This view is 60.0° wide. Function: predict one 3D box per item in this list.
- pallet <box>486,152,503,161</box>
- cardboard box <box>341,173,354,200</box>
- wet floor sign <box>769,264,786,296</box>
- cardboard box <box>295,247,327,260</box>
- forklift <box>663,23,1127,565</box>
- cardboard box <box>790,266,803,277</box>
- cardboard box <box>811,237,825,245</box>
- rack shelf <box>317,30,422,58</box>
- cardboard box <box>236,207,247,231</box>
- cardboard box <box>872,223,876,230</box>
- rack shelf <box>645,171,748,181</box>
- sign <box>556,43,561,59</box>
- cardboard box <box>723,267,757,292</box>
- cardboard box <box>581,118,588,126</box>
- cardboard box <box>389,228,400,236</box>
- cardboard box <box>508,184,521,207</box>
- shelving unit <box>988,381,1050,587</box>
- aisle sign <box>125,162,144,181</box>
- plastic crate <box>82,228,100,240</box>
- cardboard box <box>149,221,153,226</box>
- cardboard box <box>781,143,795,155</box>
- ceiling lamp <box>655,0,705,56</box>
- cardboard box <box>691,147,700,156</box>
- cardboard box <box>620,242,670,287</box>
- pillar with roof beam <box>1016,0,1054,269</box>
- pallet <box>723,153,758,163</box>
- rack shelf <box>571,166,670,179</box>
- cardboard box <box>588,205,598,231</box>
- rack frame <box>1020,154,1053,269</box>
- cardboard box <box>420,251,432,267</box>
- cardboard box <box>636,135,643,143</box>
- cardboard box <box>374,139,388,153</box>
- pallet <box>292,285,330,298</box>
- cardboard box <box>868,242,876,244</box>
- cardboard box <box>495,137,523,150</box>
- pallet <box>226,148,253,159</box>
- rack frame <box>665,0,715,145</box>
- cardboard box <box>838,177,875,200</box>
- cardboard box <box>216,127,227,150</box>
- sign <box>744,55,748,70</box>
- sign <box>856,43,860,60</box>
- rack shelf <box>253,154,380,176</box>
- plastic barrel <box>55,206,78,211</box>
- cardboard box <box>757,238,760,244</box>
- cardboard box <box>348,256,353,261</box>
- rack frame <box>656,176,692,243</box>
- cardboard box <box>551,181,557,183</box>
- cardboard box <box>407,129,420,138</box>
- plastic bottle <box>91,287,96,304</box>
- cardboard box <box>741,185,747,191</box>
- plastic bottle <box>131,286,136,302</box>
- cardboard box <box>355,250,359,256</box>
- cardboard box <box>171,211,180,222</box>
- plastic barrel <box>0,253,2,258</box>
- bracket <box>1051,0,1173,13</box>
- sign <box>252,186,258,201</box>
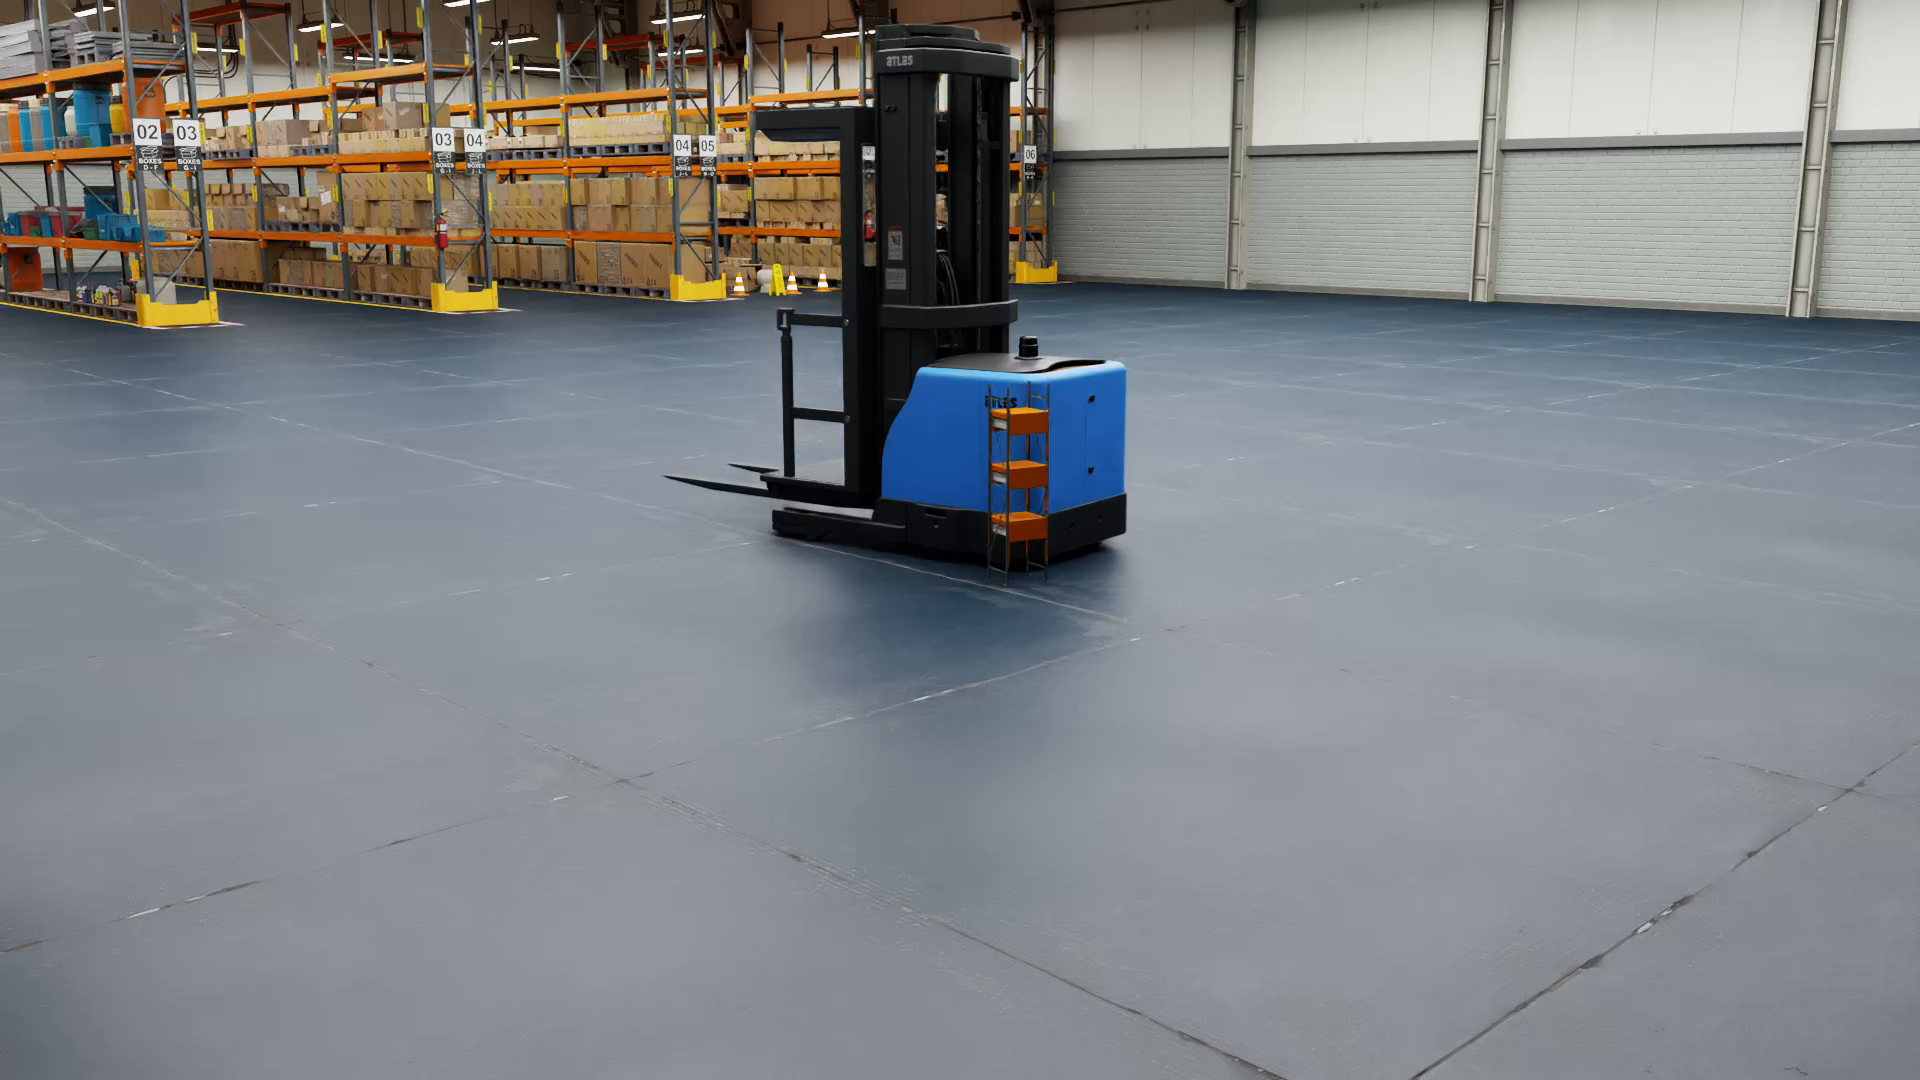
[{"bbox_3d":[-10.308,-8.770,38.078,1.213,0.211,1.003,-10,15,-40],"label":"pallet"},{"bbox_3d":[-11.559,-6.803,32.033,0.500,0.500,0.500,-11,16,-43],"label":"cardboard box"},{"bbox_3d":[-3.814,-5.430,34.671,0.232,0.644,0.267,8,14,35],"label":"wet floor sign"},{"bbox_3d":[-13.590,-5.992,34.807,0.500,0.250,0.500,-9,14,-36],"label":"cardboard box"},{"bbox_3d":[-0.516,-1.511,9.983,3.031,2.935,1.130,8,14,35],"label":"forklift"},{"bbox_3d":[-3.561,-6.182,38.258,0.500,0.250,0.500,-11,16,-43],"label":"cardboard box"},{"bbox_3d":[-3.152,-6.761,37.602,0.380,0.149,0.250,-10,15,-40],"label":"cardboard box"},{"bbox_3d":[-14.934,-12.569,42.164,1.077,0.370,4.000,-11,16,-43],"label":"rack shelf"},{"bbox_3d":[-15.308,-6.963,36.027,0.500,0.500,0.500,-11,16,-43],"label":"cardboard box"},{"bbox_3d":[-1.841,-6.972,36.940,0.380,0.149,0.250,-11,16,-42],"label":"cardboard box"},{"bbox_3d":[-7.837,-10.869,49.581,1.077,0.370,4.000,-11,16,-43],"label":"rack shelf"},{"bbox_3d":[-8.413,-10.253,34.865,0.100,0.325,0.005,-11,16,-43],"label":"sign"},{"bbox_3d":[-4.800,-5.697,36.318,0.637,0.503,0.797,1,12,6],"label":"cardboard box"},{"bbox_3d":[-7.671,-8.712,34.691,0.380,0.149,0.250,-11,16,-43],"label":"cardboard box"},{"bbox_3d":[-10.381,-5.730,30.910,0.380,0.149,0.250,-11,16,-43],"label":"cardboard box"},{"bbox_3d":[-9.782,-7.803,37.626,0.700,0.500,0.500,-11,16,-43],"label":"cardboard box"},{"bbox_3d":[0.306,-0.298,8.756,0.252,1.050,0.215,-7,13,-29],"label":"shelving unit"},{"bbox_3d":[-20.239,-9.213,40.751,0.394,0.787,0.004,-11,16,-43],"label":"aisle sign"},{"bbox_3d":[-14.535,-5.188,28.184,0.450,0.188,0.662,-11,16,-43],"label":"plastic crate"},{"bbox_3d":[-19.255,-7.600,39.989,0.380,0.149,0.250,-11,16,-44],"label":"cardboard box"},{"bbox_3d":[-3.713,-8.890,37.831,0.500,0.250,0.500,-11,16,-42],"label":"cardboard box"},{"bbox_3d":[-7.466,-14.829,45.120,0.800,3.185,2.000,-11,16,-43],"label":"ceiling lamp"},{"bbox_3d":[-6.207,-9.485,40.827,0.797,0.503,0.637,-11,16,-43],"label":"cardboard box"},{"bbox_3d":[-6.391,-5.695,34.344,0.875,0.875,0.875,-11,16,-43],"label":"cardboard box"},{"bbox_3d":[-1.111,-10.274,37.480,9.100,9.000,0.548,-11,16,-43],"label":"pillar with roof beam"},{"bbox_3d":[-4.868,-9.082,39.593,1.213,0.211,1.003,-11,16,-43],"label":"pallet"},{"bbox_3d":[-8.662,-9.593,43.388,1.077,0.370,4.000,-11,16,-43],"label":"rack shelf"},{"bbox_3d":[-7.369,-6.840,35.305,0.875,0.550,0.550,-11,16,-43],"label":"cardboard box"},{"bbox_3d":[1.832,-7.709,39.894,1.000,3.000,0.127,-11,16,-43],"label":"rack frame"},{"bbox_3d":[-12.868,-6.823,40.748,0.500,0.500,0.500,-10,15,-40],"label":"cardboard box"},{"bbox_3d":[-6.266,-8.025,33.331,0.380,0.149,0.250,-11,16,-42],"label":"cardboard box"},{"bbox_3d":[-10.486,-7.287,30.787,0.500,0.250,0.500,-11,16,-44],"label":"cardboard box"},{"bbox_3d":[-13.071,-5.145,34.361,1.003,0.211,1.213,-11,16,-43],"label":"pallet"},{"bbox_3d":[-2.350,-7.633,44.373,0.625,0.625,0.875,11,16,43],"label":"cardboard box"},{"bbox_3d":[-10.104,-8.920,37.425,0.500,0.250,0.500,-10,16,-41],"label":"cardboard box"},{"bbox_3d":[-14.931,-8.266,35.635,1.213,0.211,1.003,-10,15,-40],"label":"pallet"},{"bbox_3d":[-5.266,-9.250,32.509,1.000,3.000,0.127,-11,16,-43],"label":"rack frame"},{"bbox_3d":[-2.267,-7.745,36.607,0.500,0.500,0.700,11,16,44],"label":"cardboard box"},{"bbox_3d":[-15.874,-8.824,36.575,0.797,0.503,0.637,-11,16,-43],"label":"cardboard box"},{"bbox_3d":[-4.916,-10.995,38.273,0.100,0.325,0.005,-11,16,-43],"label":"sign"},{"bbox_3d":[-2.171,-10.415,35.458,0.100,0.325,0.005,-11,16,-43],"label":"sign"},{"bbox_3d":[-13.067,-7.628,33.851,1.077,0.370,4.000,-11,16,-43],"label":"rack shelf"},{"bbox_3d":[-16.575,-5.936,30.953,0.433,0.535,0.433,0,12,0],"label":"plastic barrel"},{"bbox_3d":[-5.623,-8.524,47.400,0.380,0.149,0.250,-11,16,-43],"label":"cardboard box"},{"bbox_3d":[-15.991,-7.442,43.887,0.380,0.149,0.250,-11,16,-43],"label":"cardboard box"},{"bbox_3d":[-7.281,-8.184,42.201,1.000,3.000,0.127,-11,16,-43],"label":"rack frame"},{"bbox_3d":[-10.942,-9.751,45.472,0.380,0.149,0.250,-11,16,-43],"label":"cardboard box"},{"bbox_3d":[-9.704,-7.302,29.872,0.250,0.149,0.380,11,16,43],"label":"cardboard box"},{"bbox_3d":[-14.796,-4.181,28.413,0.061,0.283,0.133,-10,15,-40],"label":"plastic bottle"},{"bbox_3d":[-5.412,-8.580,40.492,0.380,0.149,0.250,-10,15,-39],"label":"cardboard box"},{"bbox_3d":[-14.316,-4.267,28.831,0.061,0.283,0.133,-11,16,-43],"label":"plastic bottle"},{"bbox_3d":[-15.610,-7.521,43.534,0.250,0.149,0.380,11,16,42],"label":"cardboard box"},{"bbox_3d":[-18.064,-7.562,38.817,0.500,0.250,0.500,-10,15,-41],"label":"cardboard box"},{"bbox_3d":[-19.940,-5.689,34.253,0.600,0.901,0.708,-11,16,-43],"label":"plastic barrel"},{"bbox_3d":[3.823,-12.149,37.657,0.076,0.066,4.783,-11,16,-43],"label":"bracket"},{"bbox_3d":[-14.847,-7.292,35.004,0.100,0.325,0.005,-11,16,-43],"label":"sign"}]
